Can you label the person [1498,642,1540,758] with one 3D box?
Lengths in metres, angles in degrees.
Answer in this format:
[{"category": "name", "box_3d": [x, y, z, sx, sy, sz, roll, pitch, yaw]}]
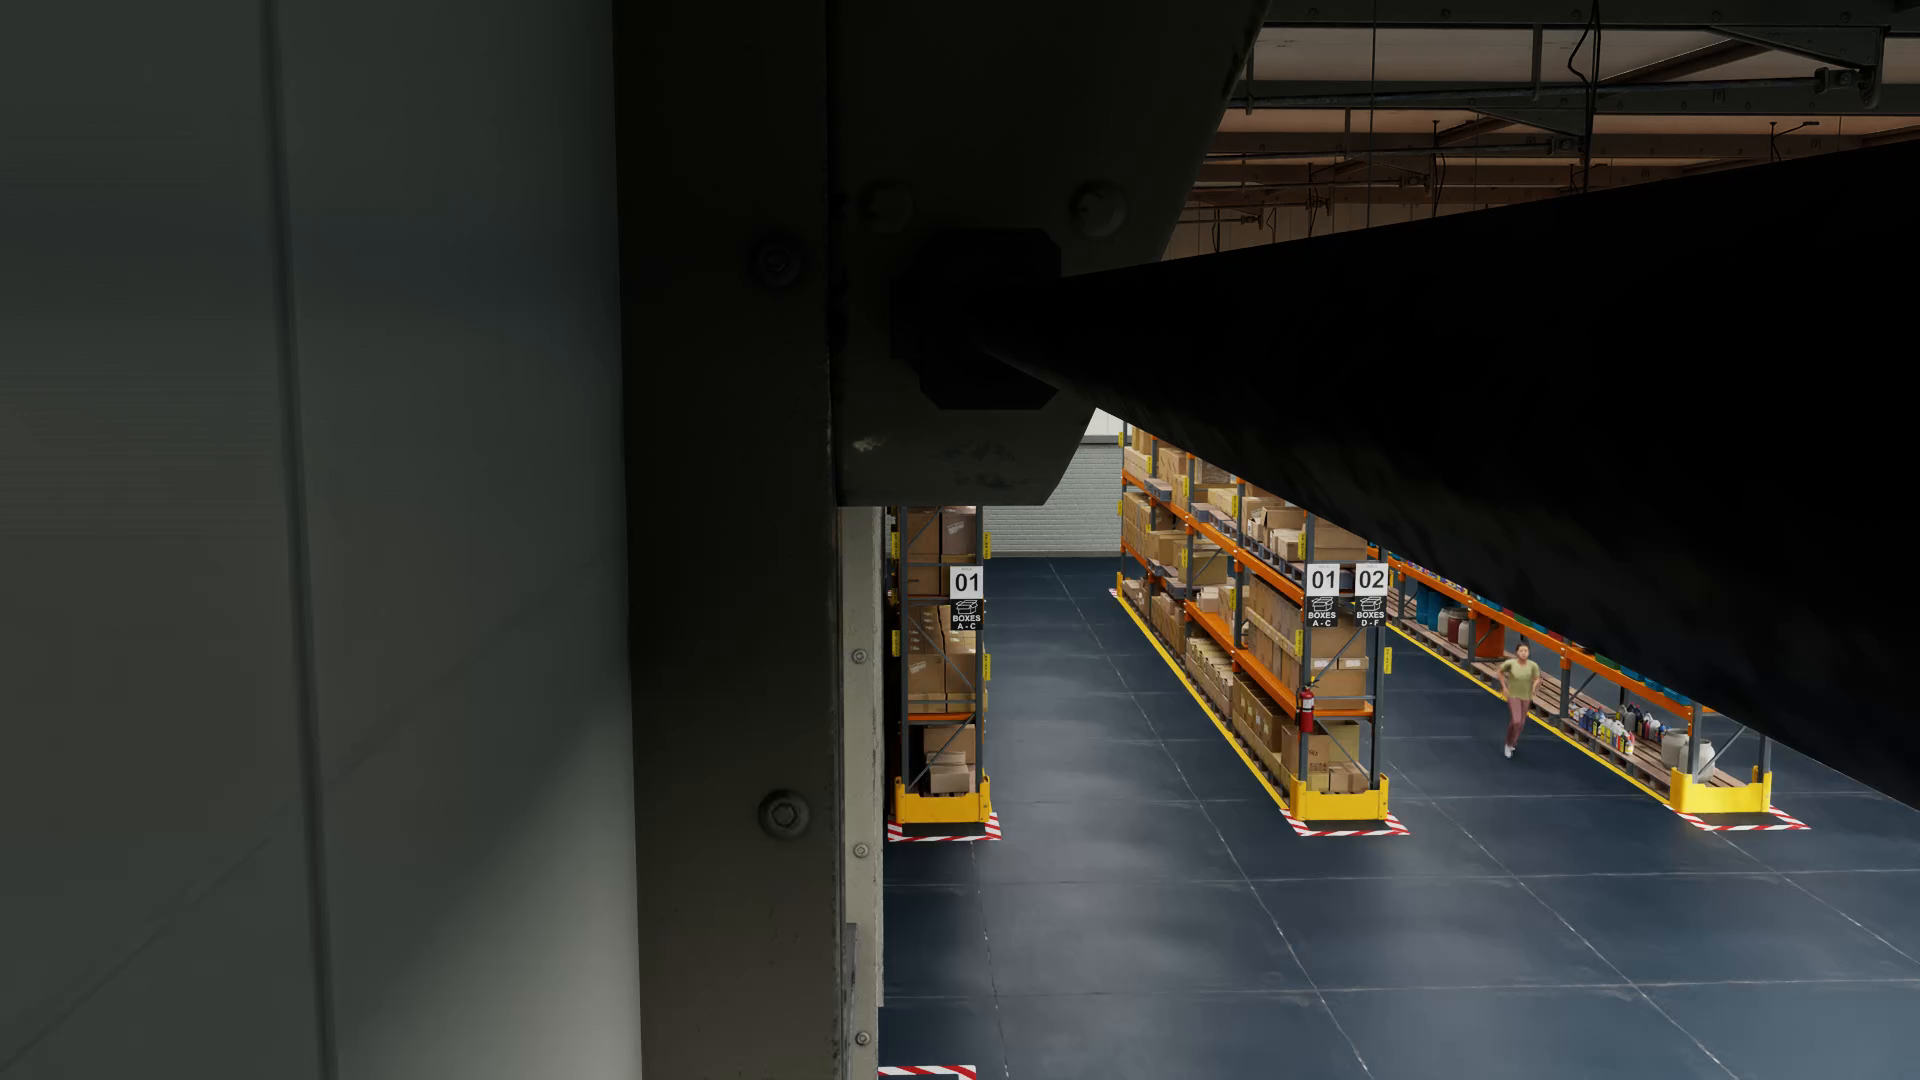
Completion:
[{"category": "person", "box_3d": [7.875, 2.240, 23.401, 0.538, 1.650, 0.727, 0, 8, 1]}]
